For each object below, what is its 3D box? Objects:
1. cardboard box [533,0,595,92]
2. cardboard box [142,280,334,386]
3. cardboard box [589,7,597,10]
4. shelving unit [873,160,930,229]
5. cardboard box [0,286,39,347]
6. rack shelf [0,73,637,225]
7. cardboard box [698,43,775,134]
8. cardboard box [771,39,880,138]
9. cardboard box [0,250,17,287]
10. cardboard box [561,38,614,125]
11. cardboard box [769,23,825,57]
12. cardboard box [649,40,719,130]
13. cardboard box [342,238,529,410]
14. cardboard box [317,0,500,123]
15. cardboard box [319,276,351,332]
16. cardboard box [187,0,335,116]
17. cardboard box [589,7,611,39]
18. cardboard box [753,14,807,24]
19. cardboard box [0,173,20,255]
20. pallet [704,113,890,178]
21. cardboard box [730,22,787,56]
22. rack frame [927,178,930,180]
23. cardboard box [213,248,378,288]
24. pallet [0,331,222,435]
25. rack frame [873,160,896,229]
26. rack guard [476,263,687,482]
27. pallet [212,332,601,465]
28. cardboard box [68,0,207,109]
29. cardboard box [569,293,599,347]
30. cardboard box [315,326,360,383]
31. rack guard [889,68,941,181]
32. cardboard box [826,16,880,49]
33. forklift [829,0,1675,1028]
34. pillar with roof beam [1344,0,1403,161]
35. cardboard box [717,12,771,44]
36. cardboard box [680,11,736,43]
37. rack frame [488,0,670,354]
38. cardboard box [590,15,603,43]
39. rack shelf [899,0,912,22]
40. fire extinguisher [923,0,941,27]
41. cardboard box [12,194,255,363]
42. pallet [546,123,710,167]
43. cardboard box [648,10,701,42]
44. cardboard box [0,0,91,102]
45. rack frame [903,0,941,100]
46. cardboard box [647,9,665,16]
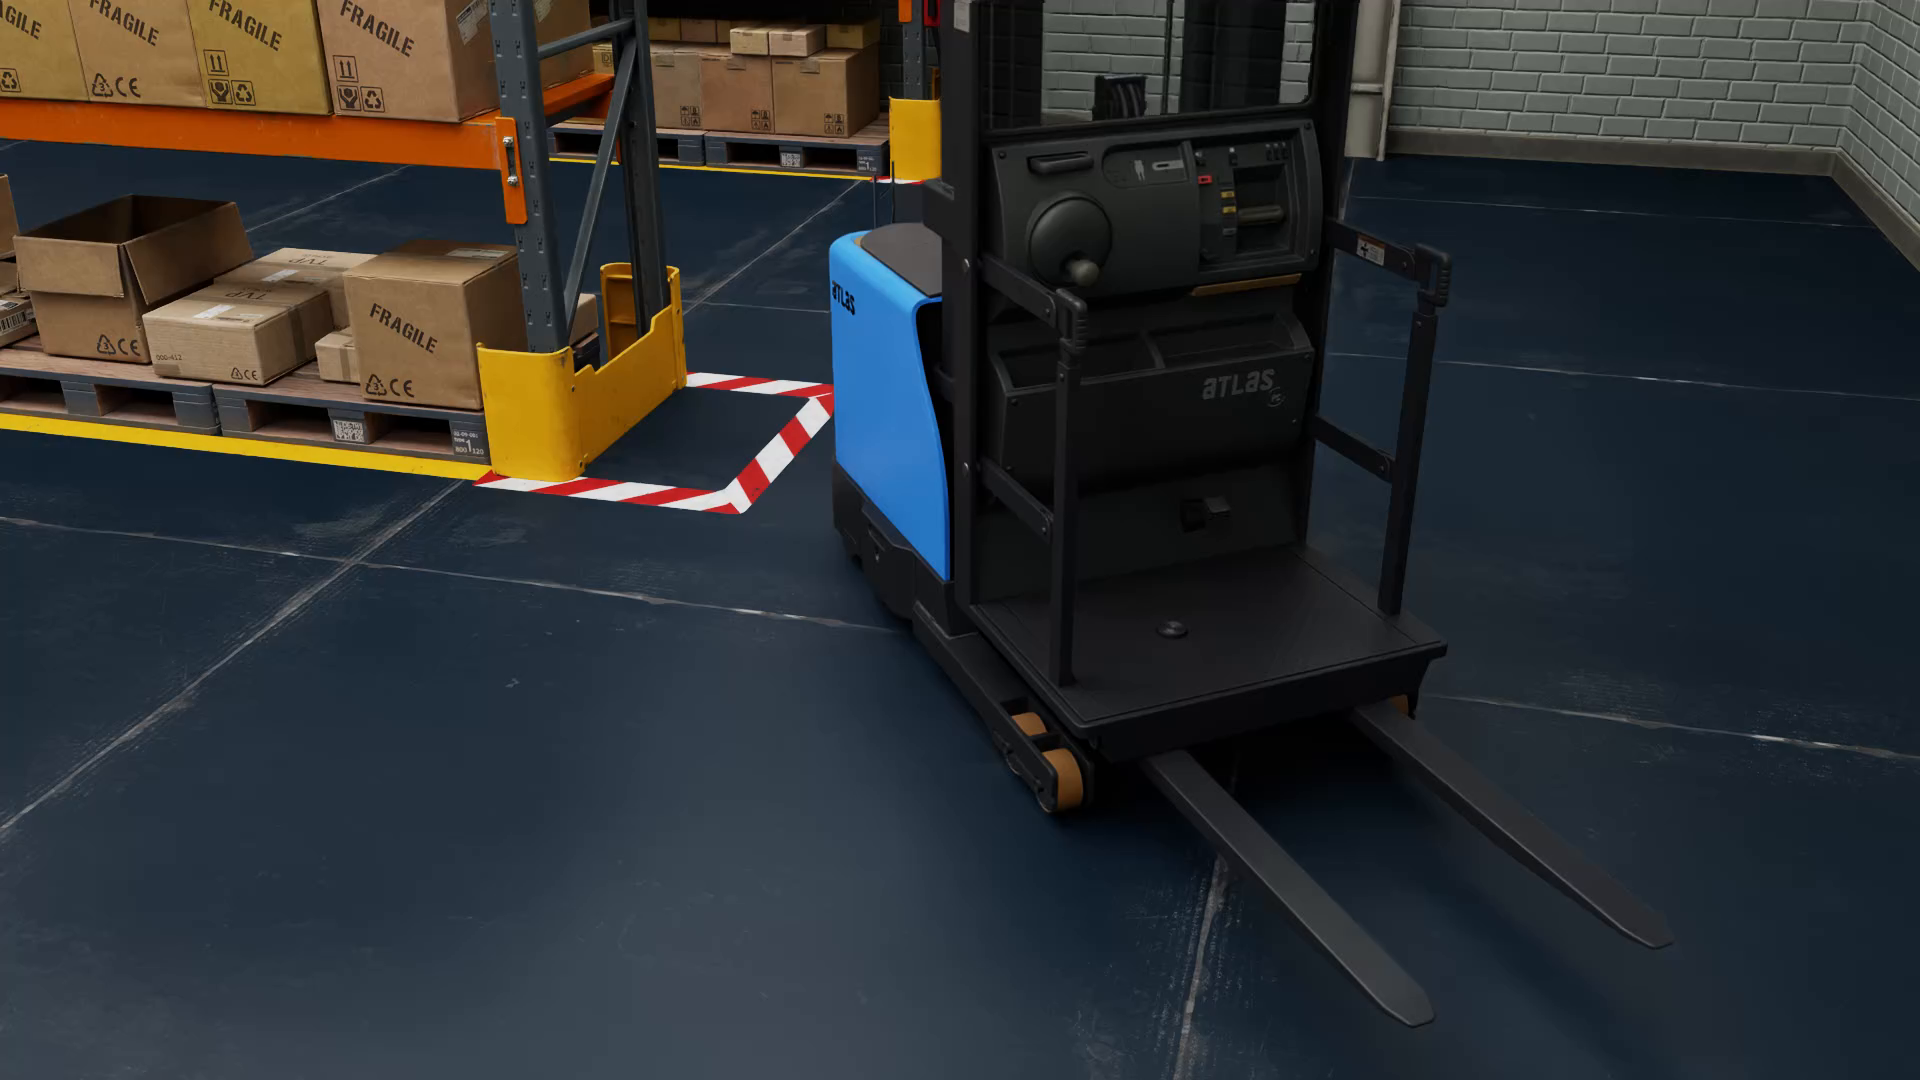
[{"bbox_3d":[-1.764,-2.019,6.384,0.500,0.500,0.500,7,26,14],"label":"cardboard box"},{"bbox_3d":[-2.900,-0.843,6.719,0.500,0.250,0.500,6,26,13],"label":"cardboard box"},{"bbox_3d":[-2.670,-3.553,11.388,0.250,0.149,0.380,5,26,11],"label":"cardboard box"},{"bbox_3d":[-0.166,-0.697,5.818,0.189,1.200,0.258,6,26,12],"label":"shelving unit"},{"bbox_3d":[-4.081,-0.941,7.020,0.250,0.166,0.380,6,26,13],"label":"cardboard box"},{"bbox_3d":[-3.337,-1.706,6.680,4.000,0.370,1.077,6,26,13],"label":"rack shelf"},{"bbox_3d":[-1.357,-3.027,11.038,0.500,0.500,0.700,6,26,13],"label":"cardboard box"},{"bbox_3d":[-0.873,-2.973,10.925,0.500,0.500,0.700,6,26,13],"label":"cardboard box"},{"bbox_3d":[-3.925,-1.206,7.410,0.500,0.311,0.500,6,26,13],"label":"cardboard box"},{"bbox_3d":[-2.363,-3.134,11.264,0.500,0.500,0.700,7,26,14],"label":"cardboard box"},{"bbox_3d":[-1.042,-3.204,10.655,0.250,0.149,0.380,6,26,12],"label":"cardboard box"},{"bbox_3d":[-1.844,-3.080,11.150,0.500,0.500,0.700,5,26,11],"label":"cardboard box"},{"bbox_3d":[-1.988,-0.842,6.425,0.500,0.500,0.500,6,26,13],"label":"cardboard box"},{"bbox_3d":[-1.901,-1.796,5.917,0.500,0.500,0.500,7,26,15],"label":"cardboard box"},{"bbox_3d":[-2.340,-1.003,7.055,0.500,0.250,0.500,6,26,13],"label":"cardboard box"},{"bbox_3d":[-2.405,-1.850,6.030,0.500,0.500,0.500,7,26,13],"label":"cardboard box"},{"bbox_3d":[-2.425,-3.526,11.331,0.250,0.149,0.380,7,26,14],"label":"cardboard box"},{"bbox_3d":[-1.192,-3.390,11.046,0.250,0.149,0.380,6,26,13],"label":"cardboard box"},{"bbox_3d":[-4.651,-1.372,7.538,0.500,0.500,0.500,6,26,13],"label":"cardboard box"},{"bbox_3d":[-0.964,-2.673,11.119,1.213,0.211,1.003,6,26,13],"label":"pallet"},{"bbox_3d":[-1.290,-3.231,10.712,0.250,0.149,0.380,7,26,14],"label":"cardboard box"},{"bbox_3d":[-0.077,-0.687,5.798,0.006,1.200,0.240,6,26,12],"label":"rack frame"},{"bbox_3d":[-2.824,-1.057,7.167,0.500,0.250,0.500,6,26,13],"label":"cardboard box"},{"bbox_3d":[-3.424,-0.782,7.147,1.213,0.211,1.003,6,26,13],"label":"pallet"},{"bbox_3d":[-0.254,-0.706,5.837,0.006,1.200,0.240,6,26,12],"label":"rack frame"},{"bbox_3d":[-1.473,-0.696,6.630,0.348,0.500,1.175,6,26,13],"label":"rack guard"},{"bbox_3d":[-2.246,-0.650,6.871,1.213,0.211,1.003,6,26,13],"label":"pallet"},{"bbox_3d":[-2.886,-1.906,6.147,0.500,0.500,0.500,7,26,13],"label":"cardboard box"},{"bbox_3d":[-1.720,-0.916,6.989,0.250,0.149,0.380,6,26,13],"label":"cardboard box"},{"bbox_3d":[-2.358,-0.772,6.667,0.250,0.166,0.380,6,26,13],"label":"cardboard box"},{"bbox_3d":[-0.146,-2.748,10.940,0.348,0.500,1.175,6,26,13],"label":"rack guard"},{"bbox_3d":[-0.702,-3.336,10.933,0.250,0.149,0.380,6,26,13],"label":"cardboard box"},{"bbox_3d":[0.603,-0.829,4.081,1.130,2.935,3.031,-10,27,-20],"label":"forklift"},{"bbox_3d":[1.589,-4.867,5.503,0.400,9.000,9.100,6,26,13],"label":"pillar with roof beam"},{"bbox_3d":[-1.435,-3.417,11.102,0.250,0.149,0.380,7,26,13],"label":"cardboard box"},{"bbox_3d":[-1.681,-3.444,11.159,0.250,0.149,0.380,7,26,14],"label":"cardboard box"},{"bbox_3d":[-1.400,-1.816,6.076,0.127,3.000,1.000,6,26,13],"label":"rack frame"},{"bbox_3d":[-2.553,-3.370,11.004,0.250,0.149,0.380,6,26,12],"label":"cardboard box"},{"bbox_3d":[-2.107,-3.768,11.013,4.000,0.370,1.077,6,26,13],"label":"rack shelf"},{"bbox_3d":[-0.139,-3.467,10.068,0.183,0.674,0.296,6,26,13],"label":"fire extinguisher"},{"bbox_3d":[-3.453,-1.117,6.999,0.637,0.503,0.797,6,26,13],"label":"cardboard box"},{"bbox_3d":[-2.141,-2.804,11.395,1.213,0.211,1.003,6,26,13],"label":"pallet"},{"bbox_3d":[-1.930,-3.471,11.216,0.250,0.149,0.380,7,26,14],"label":"cardboard box"},{"bbox_3d":[-3.374,-1.960,6.261,0.500,0.500,0.500,6,26,12],"label":"cardboard box"},{"bbox_3d":[-0.170,-3.879,10.408,0.127,3.000,1.000,6,26,13],"label":"rack frame"},{"bbox_3d":[-2.175,-3.498,11.273,0.250,0.149,0.380,6,26,12],"label":"cardboard box"}]
